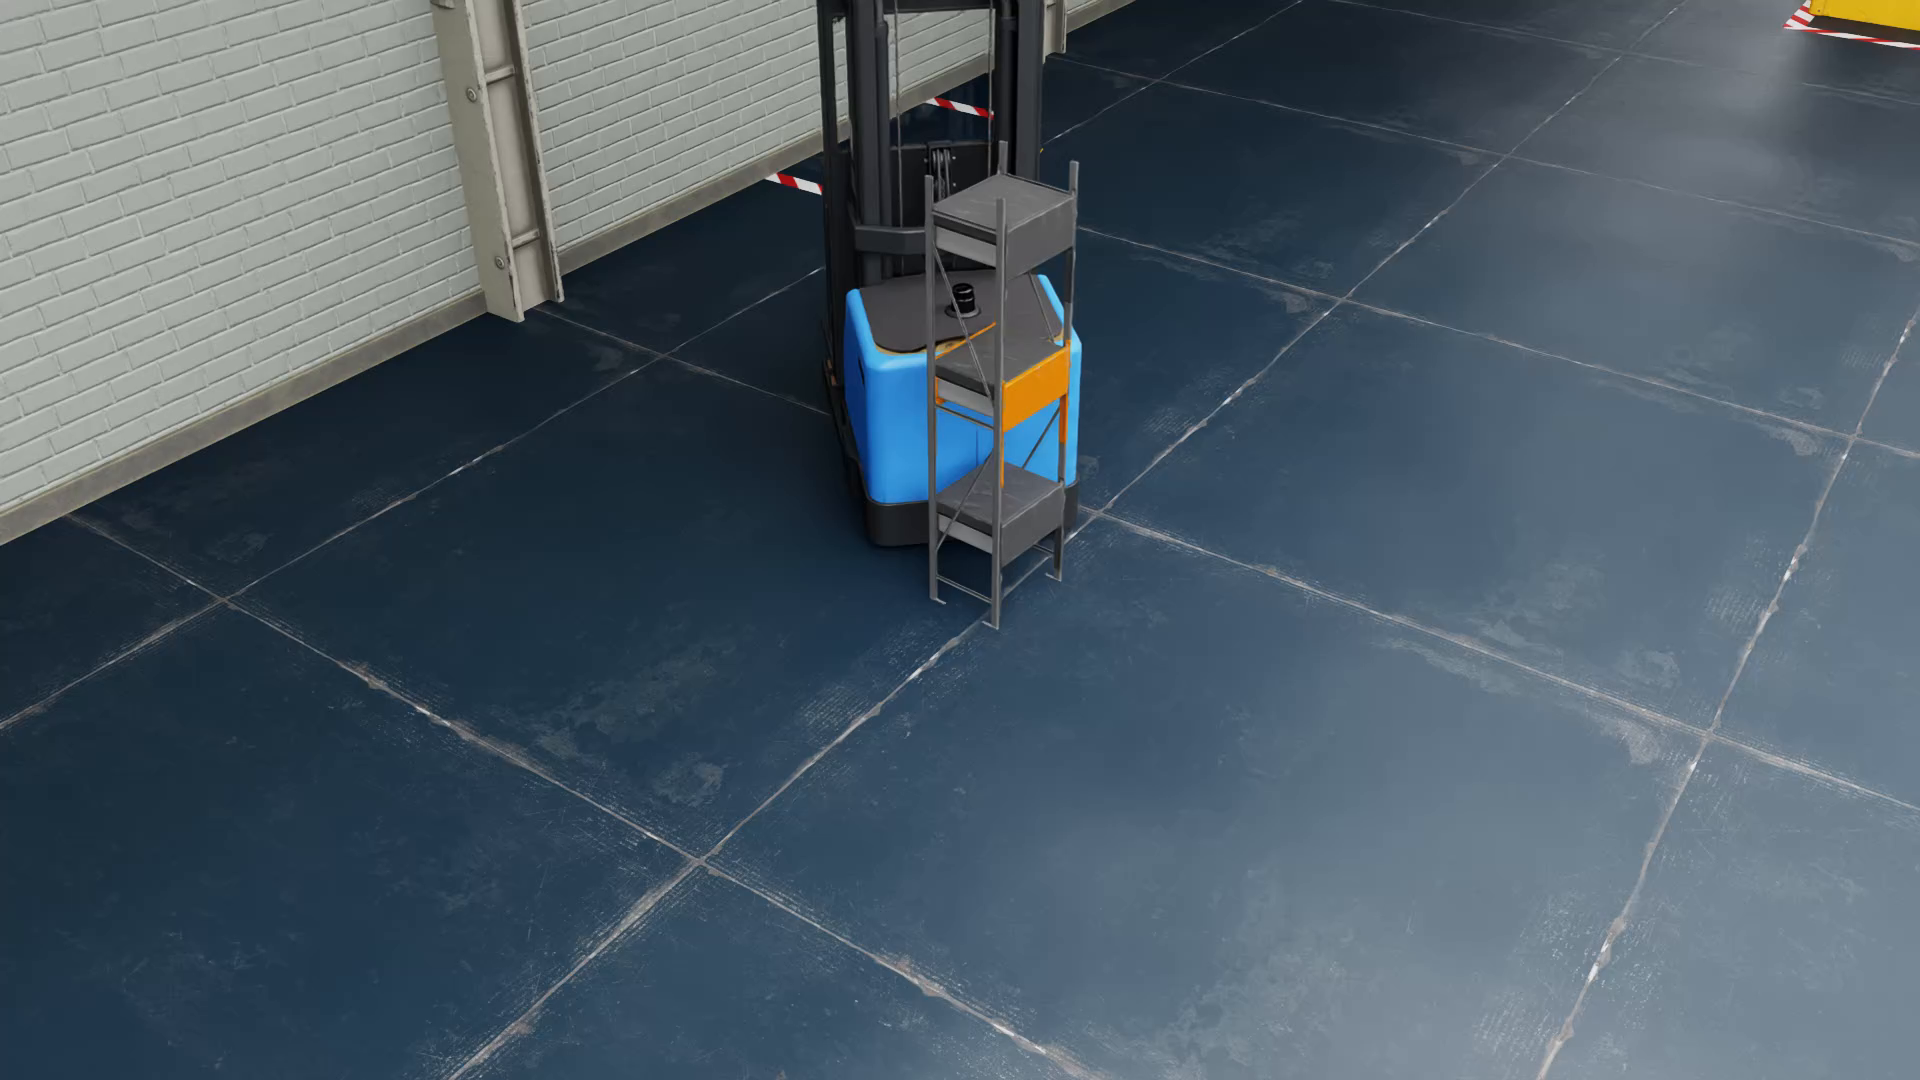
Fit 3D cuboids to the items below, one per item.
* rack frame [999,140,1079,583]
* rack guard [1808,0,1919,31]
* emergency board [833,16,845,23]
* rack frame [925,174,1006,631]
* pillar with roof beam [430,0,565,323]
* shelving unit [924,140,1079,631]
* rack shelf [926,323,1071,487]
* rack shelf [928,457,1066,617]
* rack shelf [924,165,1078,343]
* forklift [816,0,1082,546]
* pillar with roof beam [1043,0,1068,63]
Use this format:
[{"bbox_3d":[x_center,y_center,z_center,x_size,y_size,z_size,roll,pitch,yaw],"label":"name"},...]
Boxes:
[{"bbox_3d":[0.324,-0.737,7.466,0.400,2.100,0.015,24,41,31],"label":"rack frame"},{"bbox_3d":[8.481,-5.015,15.220,1.175,0.500,0.348,21,39,28],"label":"rack guard"},{"bbox_3d":[-0.750,-4.355,12.012,0.194,1.169,0.643,21,39,28],"label":"emergency board"},{"bbox_3d":[0.019,-0.524,7.150,0.400,2.100,0.015,24,41,31],"label":"rack frame"},{"bbox_3d":[0.806,-3.829,5.878,9.100,9.000,0.400,21,39,28],"label":"pillar with roof beam"},{"bbox_3d":[0.171,-0.631,7.308,0.431,2.100,0.503,24,41,31],"label":"shelving unit"},{"bbox_3d":[0.171,-0.619,7.316,0.431,0.518,0.480,24,41,31],"label":"rack shelf"},{"bbox_3d":[0.171,-0.039,7.708,0.431,0.518,0.480,24,41,31],"label":"rack shelf"},{"bbox_3d":[0.171,-1.199,6.924,0.431,0.518,0.480,24,41,31],"label":"rack shelf"},{"bbox_3d":[-0.183,-2.000,8.591,1.130,2.935,3.031,-6,34,-8],"label":"forklift"},{"bbox_3d":[4.228,-6.590,9.961,9.100,9.000,0.400,21,39,28],"label":"pillar with roof beam"}]
